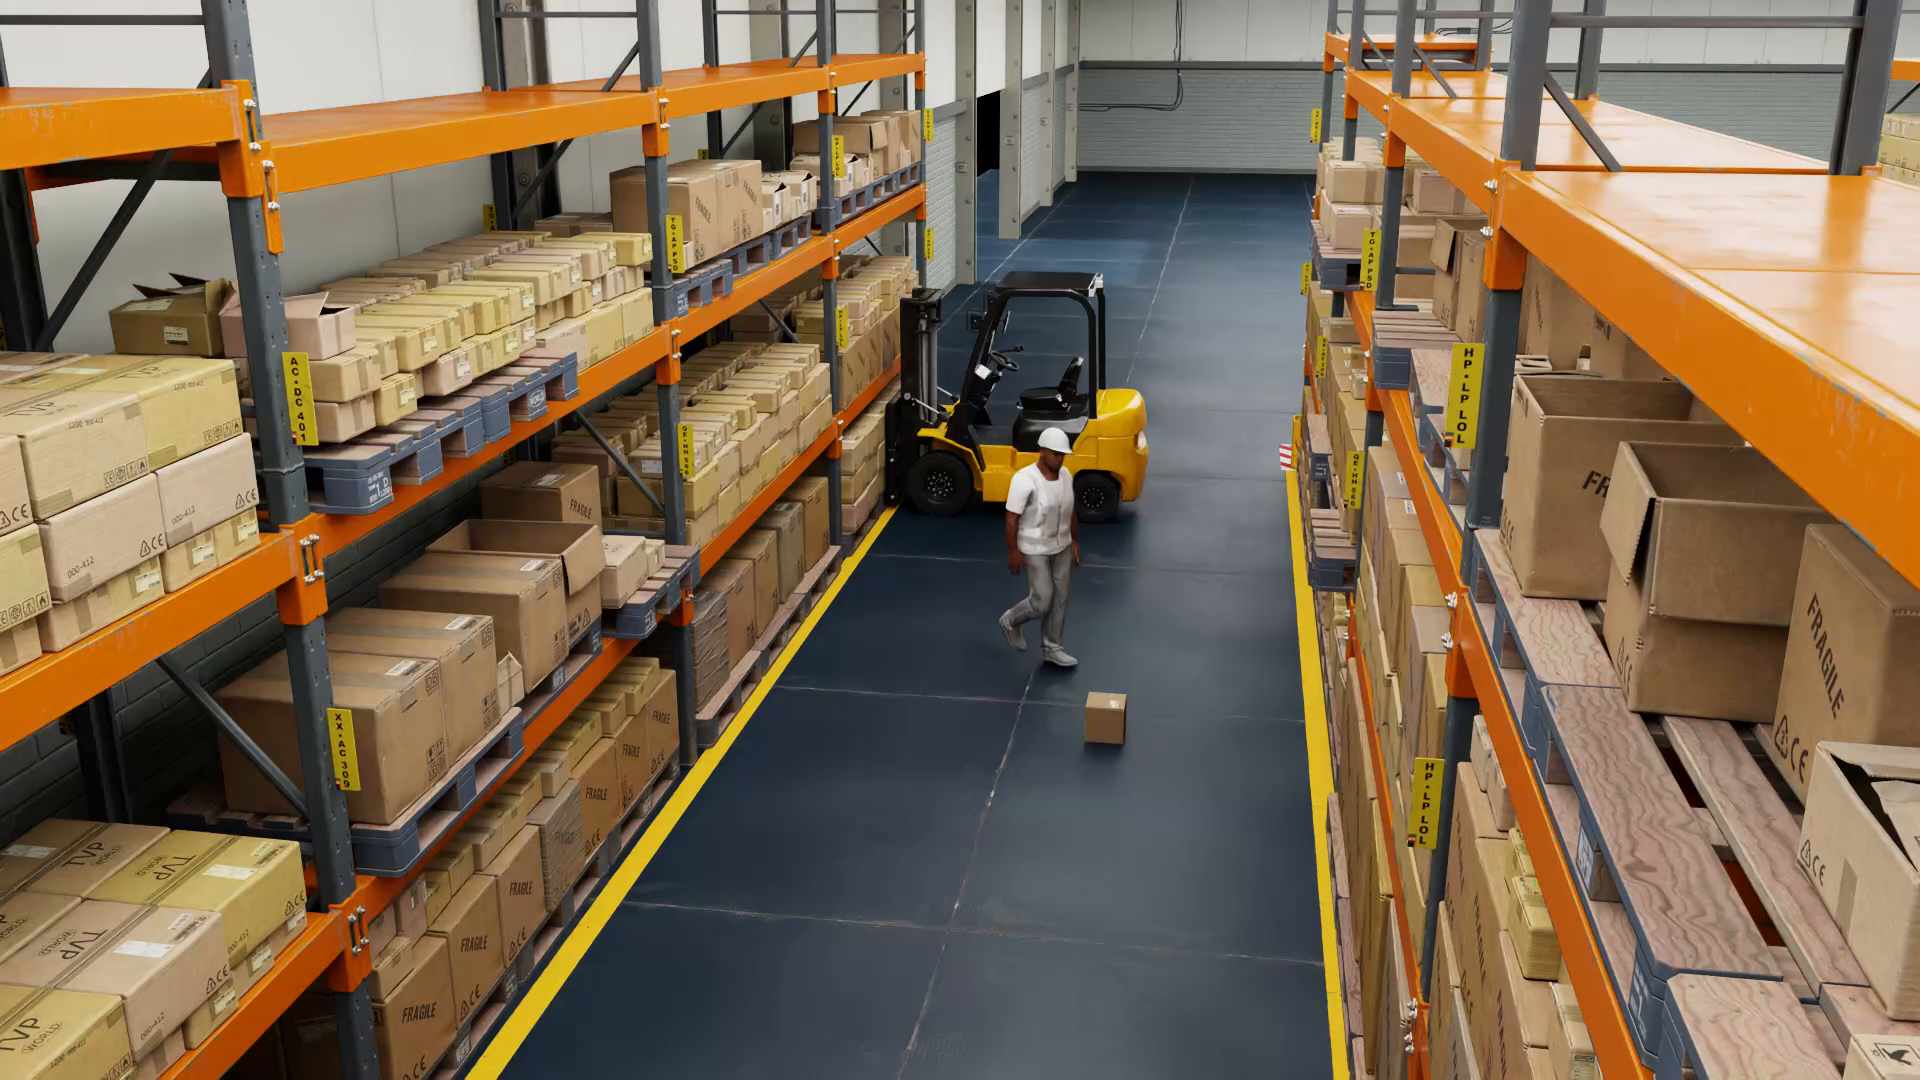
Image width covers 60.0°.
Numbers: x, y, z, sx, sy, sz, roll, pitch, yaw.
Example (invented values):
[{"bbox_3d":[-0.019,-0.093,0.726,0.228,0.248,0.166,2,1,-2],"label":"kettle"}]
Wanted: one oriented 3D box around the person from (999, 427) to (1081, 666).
[{"bbox_3d":[0.558,0.051,11.821,0.629,1.753,0.604,-14,23,-38],"label":"person"}]
